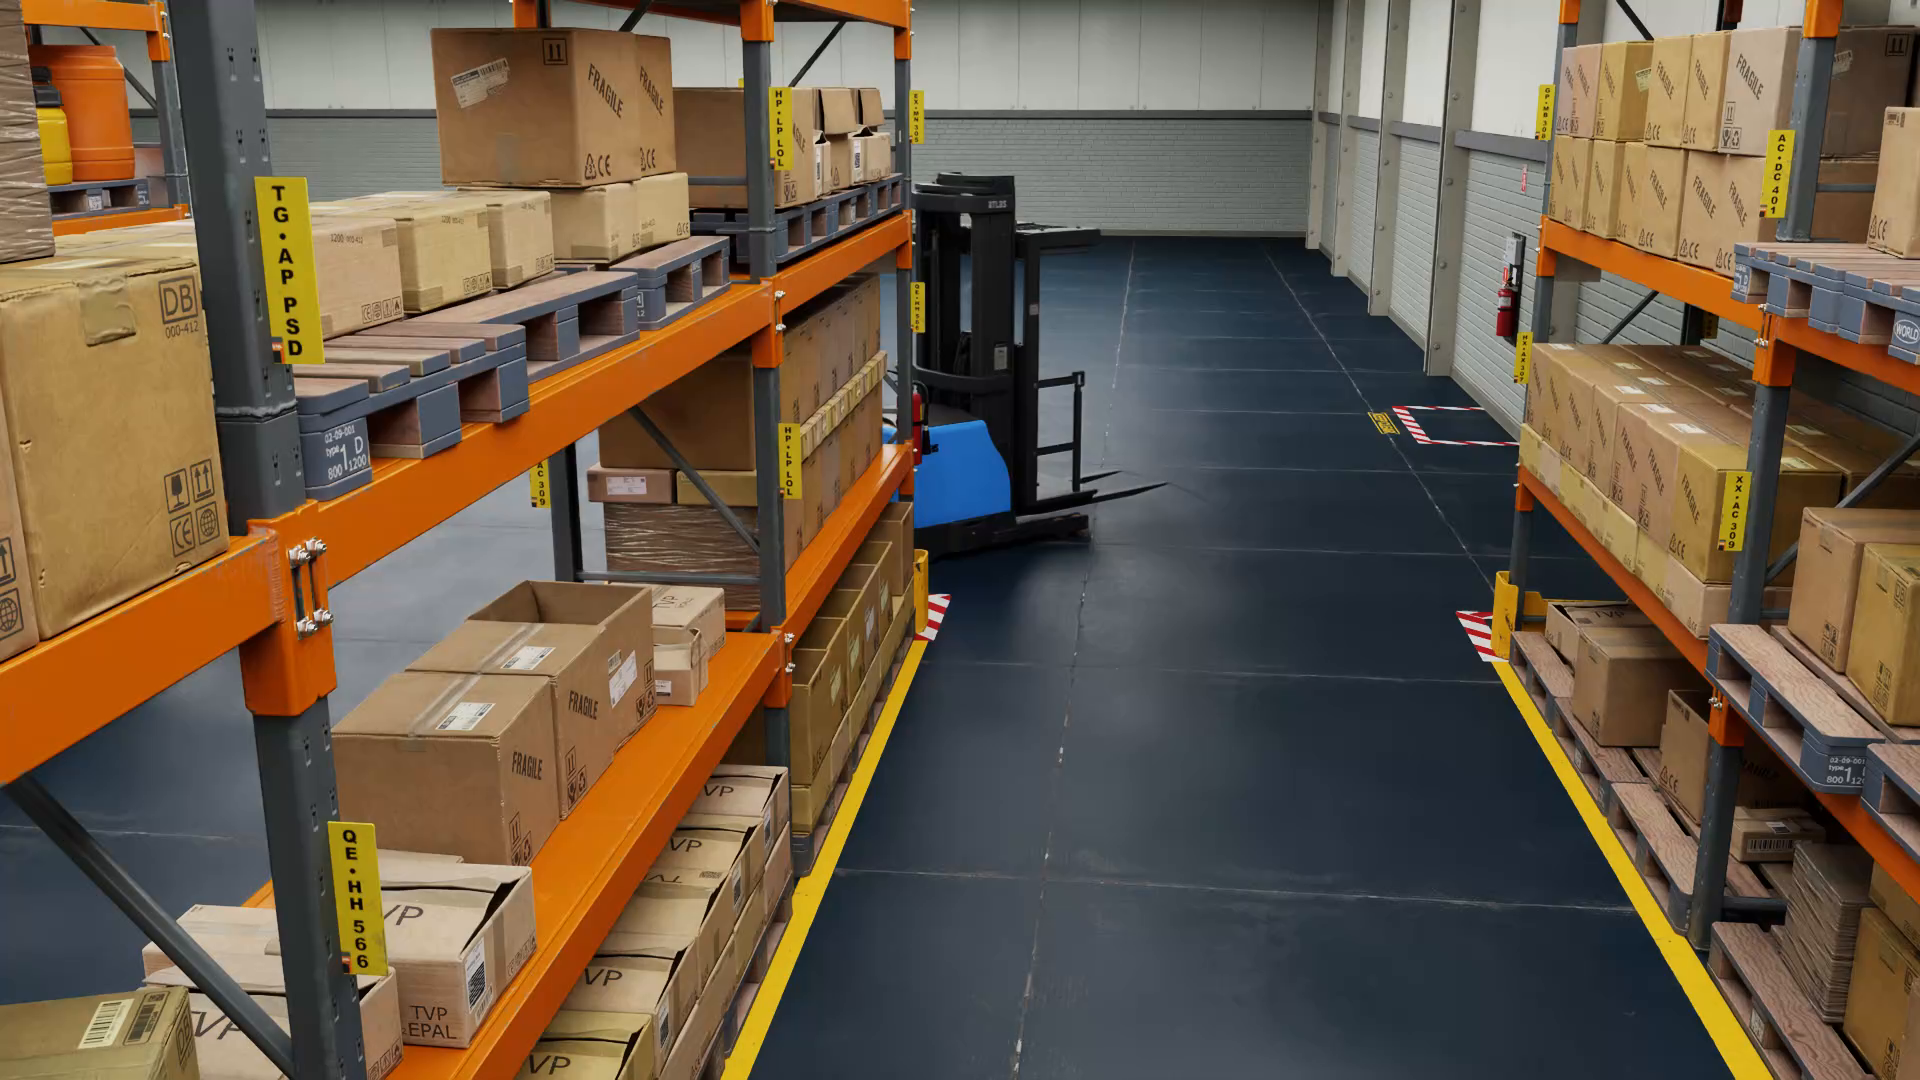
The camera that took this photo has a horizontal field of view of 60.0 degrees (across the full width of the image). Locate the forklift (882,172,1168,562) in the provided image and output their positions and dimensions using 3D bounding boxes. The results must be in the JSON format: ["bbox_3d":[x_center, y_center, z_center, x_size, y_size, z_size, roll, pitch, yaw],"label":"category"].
[{"bbox_3d":[0.447,-1.531,13.708,3.031,2.935,1.130,-12,19,-37],"label":"forklift"}]

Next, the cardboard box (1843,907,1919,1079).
[{"bbox_3d":[3.580,1.639,5.801,0.700,0.500,0.500,1,15,5],"label":"cardboard box"}]

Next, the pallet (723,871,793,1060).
[{"bbox_3d":[-1.312,1.711,6.930,1.003,0.211,1.213,2,15,6],"label":"pallet"}]

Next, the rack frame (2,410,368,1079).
[{"bbox_3d":[-1.719,1.210,3.440,1.000,3.000,0.127,2,15,6],"label":"rack frame"}]

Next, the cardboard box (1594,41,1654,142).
[{"bbox_3d":[3.668,-2.354,8.728,0.500,0.500,0.500,2,15,8],"label":"cardboard box"}]

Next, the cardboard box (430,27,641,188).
[{"bbox_3d":[-1.417,-1.460,5.616,0.500,0.500,0.500,3,15,12],"label":"cardboard box"}]

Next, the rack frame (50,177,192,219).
[{"bbox_3d":[-5.737,-1.012,11.657,1.000,3.000,0.127,2,15,6],"label":"rack frame"}]

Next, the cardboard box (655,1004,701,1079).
[{"bbox_3d":[-1.201,1.809,5.688,0.500,0.250,0.500,2,15,7],"label":"cardboard box"}]

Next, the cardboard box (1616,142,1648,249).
[{"bbox_3d":[3.630,-1.734,8.351,0.500,0.500,0.500,3,15,10],"label":"cardboard box"}]

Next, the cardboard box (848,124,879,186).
[{"bbox_3d":[-0.747,-2.089,8.994,0.500,0.311,0.500,4,16,13],"label":"cardboard box"}]

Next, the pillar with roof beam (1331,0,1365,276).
[{"bbox_3d":[3.318,-9.760,32.518,9.100,9.000,0.400,2,15,6],"label":"pillar with roof beam"}]

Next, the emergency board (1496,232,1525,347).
[{"bbox_3d":[5.881,-2.709,17.933,0.194,1.169,0.643,2,15,6],"label":"emergency board"}]

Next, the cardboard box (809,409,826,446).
[{"bbox_3d":[-0.903,-0.587,8.652,0.380,0.149,0.250,1,15,5],"label":"cardboard box"}]

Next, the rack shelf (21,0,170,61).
[{"bbox_3d":[-5.963,-2.849,9.101,1.077,0.370,4.000,2,15,6],"label":"rack shelf"}]

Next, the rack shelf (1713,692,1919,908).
[{"bbox_3d":[3.429,1.184,4.916,1.077,0.370,4.000,2,15,6],"label":"rack shelf"}]

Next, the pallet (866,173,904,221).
[{"bbox_3d":[-0.922,-2.087,10.058,1.003,0.211,1.213,2,15,6],"label":"pallet"}]

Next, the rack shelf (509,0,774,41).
[{"bbox_3d":[-1.493,-1.664,4.722,1.077,0.370,4.000,2,15,6],"label":"rack shelf"}]

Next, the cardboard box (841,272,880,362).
[{"bbox_3d":[-0.887,-1.405,10.434,0.700,0.500,0.500,2,15,6],"label":"cardboard box"}]

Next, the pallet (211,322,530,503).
[{"bbox_3d":[-1.731,-0.325,3.734,1.213,0.211,1.003,2,15,9],"label":"pallet"}]

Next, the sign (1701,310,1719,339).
[{"bbox_3d":[4.656,-1.410,10.306,0.100,0.325,0.005,2,15,6],"label":"sign"}]

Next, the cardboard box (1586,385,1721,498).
[{"bbox_3d":[3.577,-0.508,8.607,0.500,0.500,0.500,2,15,8],"label":"cardboard box"}]

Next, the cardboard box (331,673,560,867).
[{"bbox_3d":[-1.546,0.726,5.038,0.500,0.500,0.500,1,15,3],"label":"cardboard box"}]

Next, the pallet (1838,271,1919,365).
[{"bbox_3d":[3.366,-0.614,4.798,1.213,0.211,1.003,2,15,6],"label":"pallet"}]

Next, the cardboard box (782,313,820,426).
[{"bbox_3d":[-1.111,-0.878,8.486,0.700,0.500,0.500,2,15,6],"label":"cardboard box"}]

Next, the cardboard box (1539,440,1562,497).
[{"bbox_3d":[3.691,-0.405,9.661,0.500,0.250,0.500,1,15,5],"label":"cardboard box"}]

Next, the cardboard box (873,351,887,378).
[{"bbox_3d":[-0.670,-1.121,10.629,0.380,0.149,0.250,1,15,5],"label":"cardboard box"}]

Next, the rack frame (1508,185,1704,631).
[{"bbox_3d":[4.106,-0.720,10.578,1.000,3.000,0.127,2,15,6],"label":"rack frame"}]

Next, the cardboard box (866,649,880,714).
[{"bbox_3d":[-0.740,0.797,9.431,0.500,0.250,0.500,2,15,6],"label":"cardboard box"}]

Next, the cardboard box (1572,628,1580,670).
[{"bbox_3d":[3.875,0.690,9.670,0.500,0.311,0.500,3,15,11],"label":"cardboard box"}]

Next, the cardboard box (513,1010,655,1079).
[{"bbox_3d":[-1.257,1.668,5.135,0.500,0.311,0.500,1,15,5],"label":"cardboard box"}]

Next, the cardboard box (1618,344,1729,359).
[{"bbox_3d":[4.264,-0.891,10.021,0.500,0.500,0.500,2,15,6],"label":"cardboard box"}]

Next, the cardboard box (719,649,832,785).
[{"bbox_3d":[-0.904,0.824,7.894,0.500,0.500,0.500,2,15,6],"label":"cardboard box"}]

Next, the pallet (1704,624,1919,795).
[{"bbox_3d":[3.424,0.604,6.049,1.003,0.211,1.213,2,15,6],"label":"pallet"}]

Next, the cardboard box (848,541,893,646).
[{"bbox_3d":[-0.679,0.305,9.812,0.500,0.500,0.500,2,15,6],"label":"cardboard box"}]

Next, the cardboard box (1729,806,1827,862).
[{"bbox_3d":[3.686,1.333,7.570,0.380,0.166,0.250,0,15,-1],"label":"cardboard box"}]

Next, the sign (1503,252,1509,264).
[{"bbox_3d":[6.036,-3.121,18.375,0.001,0.109,0.331,2,15,6],"label":"sign"}]

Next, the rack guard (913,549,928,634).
[{"bbox_3d":[-0.813,0.336,11.463,1.175,0.500,0.348,2,15,6],"label":"rack guard"}]

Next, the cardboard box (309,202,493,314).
[{"bbox_3d":[-1.606,-0.772,4.507,0.500,0.250,0.500,1,15,5],"label":"cardboard box"}]

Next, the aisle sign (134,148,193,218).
[{"bbox_3d":[-5.434,-2.276,11.354,0.394,0.787,0.004,2,15,6],"label":"aisle sign"}]

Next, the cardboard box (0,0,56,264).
[{"bbox_3d":[-1.774,-0.656,2.487,0.500,0.500,0.500,2,15,6],"label":"cardboard box"}]

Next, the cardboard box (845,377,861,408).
[{"bbox_3d":[-0.787,-0.854,9.639,0.380,0.149,0.250,2,15,8],"label":"cardboard box"}]

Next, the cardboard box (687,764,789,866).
[{"bbox_3d":[-1.028,1.140,7.088,0.500,0.311,0.500,2,15,6],"label":"cardboard box"}]

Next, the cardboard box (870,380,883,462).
[{"bbox_3d":[-0.881,-0.792,10.654,0.700,0.500,0.500,2,15,6],"label":"cardboard box"}]

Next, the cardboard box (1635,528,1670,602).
[{"bbox_3d":[3.472,0.120,7.722,0.500,0.250,0.500,2,15,7],"label":"cardboard box"}]

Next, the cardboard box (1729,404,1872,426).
[{"bbox_3d":[4.039,-0.361,8.061,0.500,0.500,0.500,2,15,8],"label":"cardboard box"}]

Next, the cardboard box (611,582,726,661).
[{"bbox_3d":[-1.280,0.374,6.820,0.500,0.250,0.500,3,15,10],"label":"cardboard box"}]

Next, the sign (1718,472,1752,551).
[{"bbox_3d":[3.115,-0.114,6.680,0.100,0.325,0.005,2,15,6],"label":"sign"}]

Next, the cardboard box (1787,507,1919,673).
[{"bbox_3d":[3.564,0.188,6.186,0.700,0.500,0.500,2,15,6],"label":"cardboard box"}]

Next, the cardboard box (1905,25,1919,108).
[{"bbox_3d":[3.994,-1.790,6.642,0.500,0.500,0.500,2,15,7],"label":"cardboard box"}]

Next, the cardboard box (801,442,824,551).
[{"bbox_3d":[-1.110,-0.258,8.678,0.700,0.500,0.500,2,15,7],"label":"cardboard box"}]

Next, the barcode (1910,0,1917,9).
[{"bbox_3d":[4.239,-2.395,7.388,0.001,0.075,0.075,2,15,6],"label":"barcode"}]

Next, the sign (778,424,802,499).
[{"bbox_3d":[-0.727,-0.335,7.086,0.100,0.325,0.005,2,15,6],"label":"sign"}]
